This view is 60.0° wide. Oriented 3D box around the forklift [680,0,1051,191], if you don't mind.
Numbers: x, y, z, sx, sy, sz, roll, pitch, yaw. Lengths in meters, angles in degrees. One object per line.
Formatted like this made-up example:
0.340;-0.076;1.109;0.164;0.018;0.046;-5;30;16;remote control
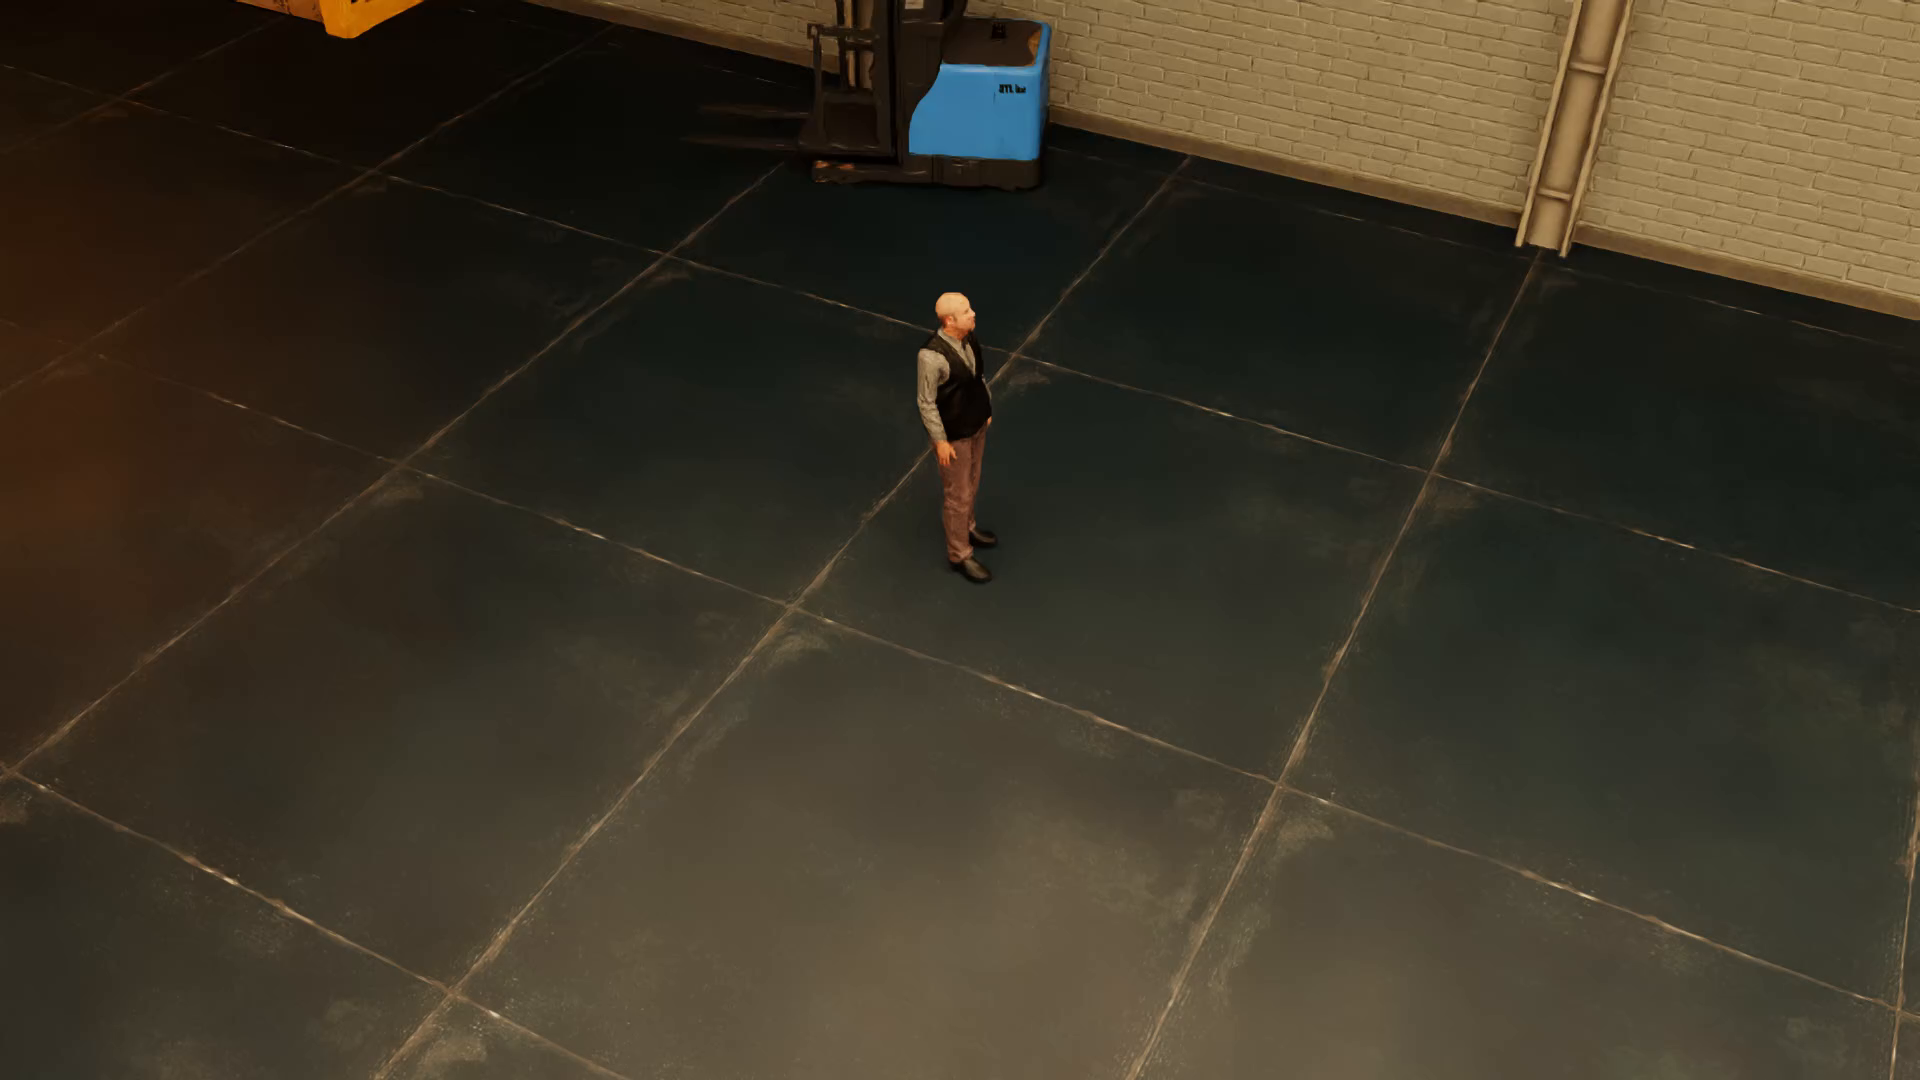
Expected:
-0.798;-4.391;13.200;3.031;2.935;1.130;5;40;6;forklift

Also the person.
0.052;-0.641;9.675;0.567;1.720;0.632;18;43;21;person
